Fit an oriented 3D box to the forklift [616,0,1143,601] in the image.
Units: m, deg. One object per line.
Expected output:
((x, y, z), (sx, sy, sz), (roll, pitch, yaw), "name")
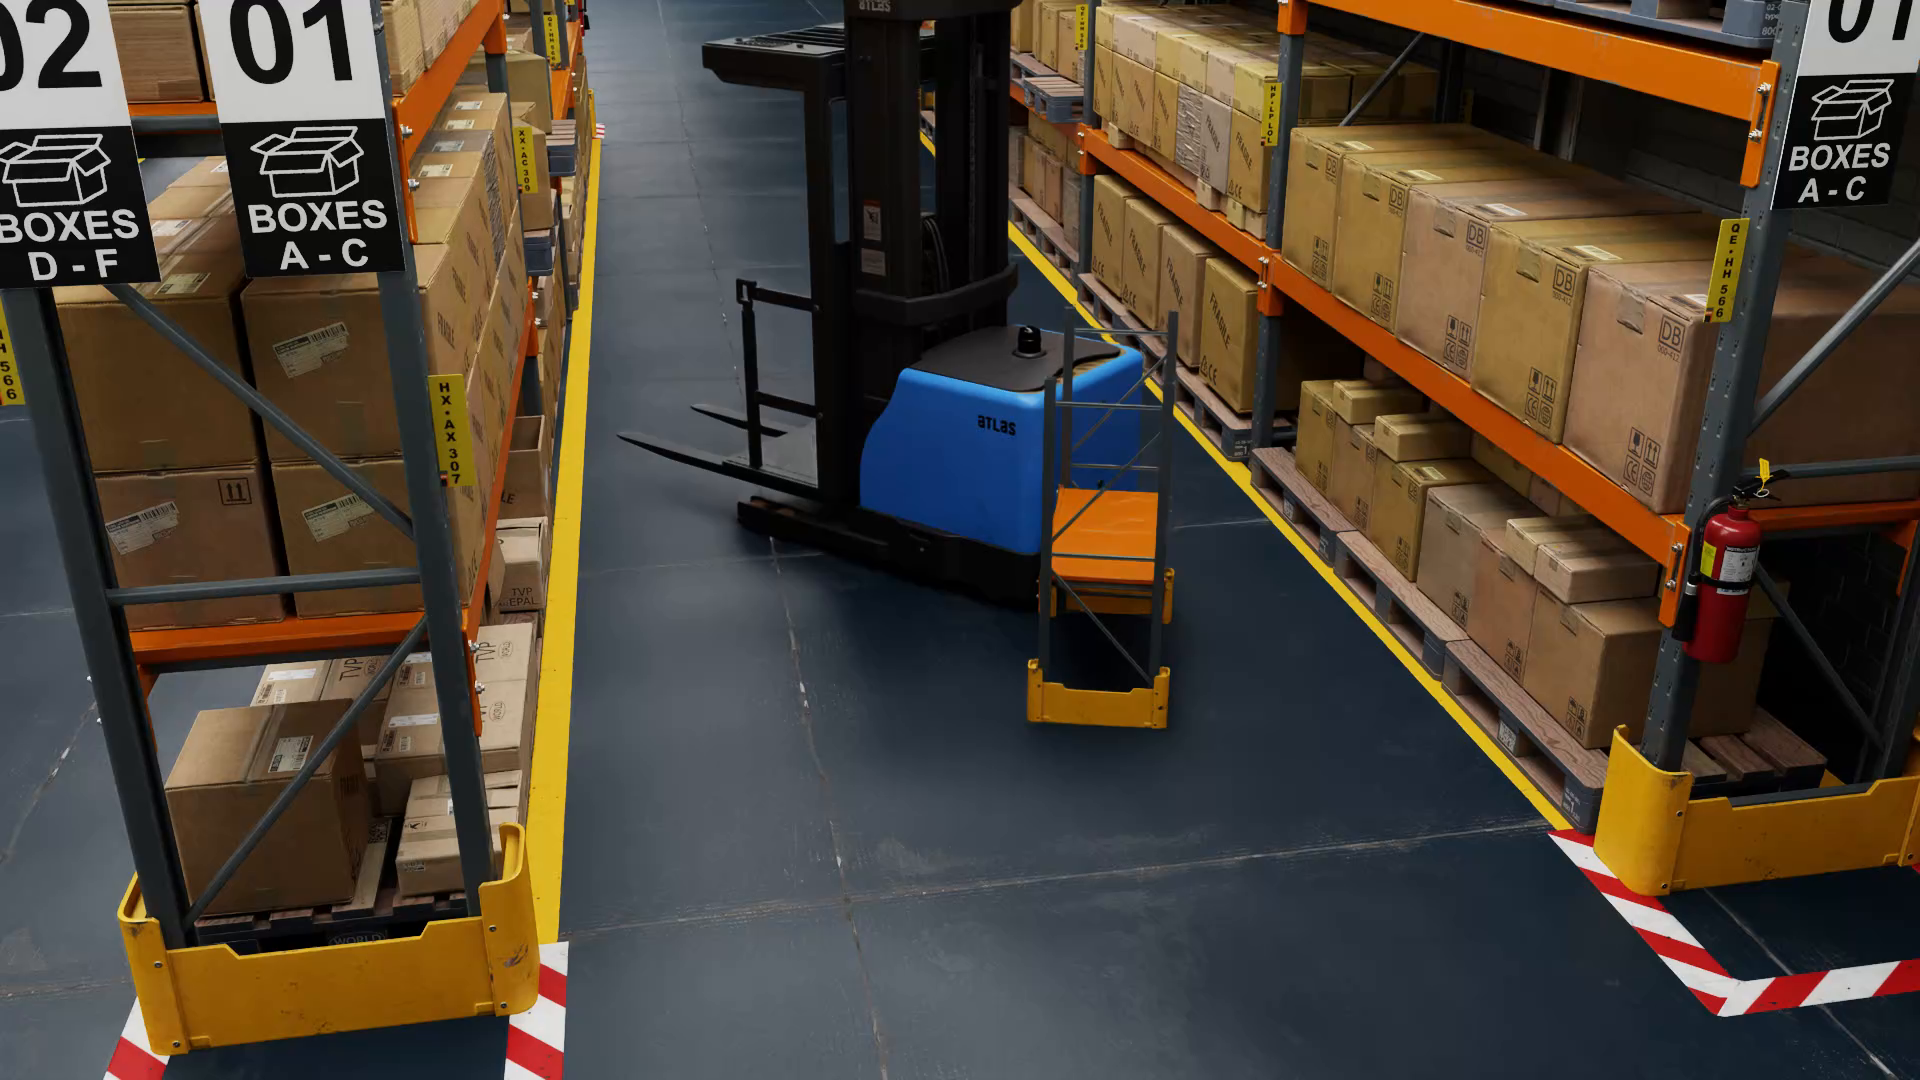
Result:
((-0.566, -1.499, 8.521), (3.031, 2.935, 1.130), (16, 28, 33), "forklift")

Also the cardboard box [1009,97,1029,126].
((0.473, -4.413, 17.681), (0.500, 0.500, 0.500), (-6, 24, -14), "cardboard box")

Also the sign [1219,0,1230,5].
((1.989, -3.952, 12.604), (0.100, 0.325, 0.005), (-4, 24, -10), "sign")

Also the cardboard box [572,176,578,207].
((-3.525, -3.037, 14.165), (0.500, 0.311, 0.500), (-5, 24, -10), "cardboard box")

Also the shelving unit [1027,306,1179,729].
((0.644, -0.125, 7.163), (0.587, 1.500, 1.083), (3, 24, 7), "shelving unit")

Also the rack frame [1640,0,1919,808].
((2.924, -0.232, 5.533), (1.000, 3.000, 0.127), (-4, 24, -10), "rack frame")

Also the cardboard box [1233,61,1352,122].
((1.846, -2.505, 9.280), (0.500, 0.250, 0.500), (-4, 24, -8), "cardboard box")

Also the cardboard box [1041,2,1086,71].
((1.095, -4.299, 14.170), (0.700, 0.500, 0.500), (-4, 24, -10), "cardboard box")

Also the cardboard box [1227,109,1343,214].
((1.851, -2.160, 9.425), (0.500, 0.500, 0.500), (-5, 24, -11), "cardboard box")

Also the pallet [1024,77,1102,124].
((1.208, -3.563, 13.400), (1.213, 0.211, 1.003), (-4, 24, -10), "pallet")

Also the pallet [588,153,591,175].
((-4.498, -4.103, 17.880), (1.003, 0.211, 1.213), (-4, 24, -10), "pallet")

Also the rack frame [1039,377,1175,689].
((0.577, 0.073, 6.710), (0.500, 1.500, 0.032), (3, 24, 7), "rack frame")

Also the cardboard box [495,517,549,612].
((-2.161, 0.091, 7.603), (0.500, 0.311, 0.500), (-4, 24, -10), "cardboard box")

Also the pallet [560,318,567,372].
((-3.322, -1.436, 11.775), (1.003, 0.211, 1.213), (-4, 24, -10), "pallet")

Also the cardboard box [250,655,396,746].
((-2.433, 0.623, 6.462), (0.500, 0.250, 0.500), (-4, 24, -10), "cardboard box")

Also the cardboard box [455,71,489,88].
((-3.215, -2.636, 10.387), (0.700, 0.500, 0.500), (0, 24, 0), "cardboard box")

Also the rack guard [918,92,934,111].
((-0.021, -5.350, 20.375), (1.175, 0.500, 0.348), (-4, 24, -10), "rack guard")

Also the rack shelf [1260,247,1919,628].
((2.554, -0.689, 7.479), (1.077, 0.370, 4.000), (-4, 24, -10), "rack shelf")

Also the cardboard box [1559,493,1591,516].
((2.775, -0.107, 7.036), (0.380, 0.149, 0.250), (-4, 24, -9), "cardboard box")

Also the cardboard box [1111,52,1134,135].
((1.370, -3.153, 11.701), (0.500, 0.500, 0.500), (-4, 24, -8), "cardboard box")

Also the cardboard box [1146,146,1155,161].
((1.506, -2.724, 11.529), (0.380, 0.149, 0.250), (-4, 24, -9), "cardboard box")

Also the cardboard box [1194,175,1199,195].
((1.683, -2.215, 10.362), (0.380, 0.149, 0.250), (-4, 24, -10), "cardboard box")

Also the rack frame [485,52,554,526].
((-2.684, -1.437, 8.293), (1.000, 3.000, 0.127), (-4, 24, -10), "rack frame")

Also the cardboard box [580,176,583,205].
((-3.710, -3.176, 15.184), (0.500, 0.250, 0.500), (-5, 24, -11), "cardboard box")

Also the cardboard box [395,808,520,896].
((-1.684, 1.051, 5.609), (0.380, 0.149, 0.250), (-4, 24, -10), "cardboard box")

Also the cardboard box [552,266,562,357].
((-2.924, -1.513, 11.039), (0.500, 0.500, 0.500), (-5, 24, -12), "cardboard box")

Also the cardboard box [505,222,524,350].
((-2.242, -1.103, 7.402), (0.500, 0.500, 0.500), (-4, 24, -8), "cardboard box")

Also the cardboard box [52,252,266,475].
((-2.297, -0.523, 4.825), (0.500, 0.500, 0.500), (-5, 24, -10), "cardboard box")

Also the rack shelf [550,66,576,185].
((-3.793, -3.468, 13.841), (1.077, 0.370, 4.000), (-4, 24, -10), "rack shelf")

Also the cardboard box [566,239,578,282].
((-3.232, -2.171, 12.883), (0.500, 0.250, 0.500), (-4, 24, -10), "cardboard box")

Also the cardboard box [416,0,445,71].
((-1.869, -1.588, 5.079), (0.500, 0.250, 0.500), (-4, 24, -10), "cardboard box")

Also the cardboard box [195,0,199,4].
((-1.783, -1.620, 4.527), (0.500, 0.250, 0.500), (-4, 24, -10), "cardboard box")

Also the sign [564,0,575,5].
((-3.631, -5.122, 15.383), (0.100, 0.325, 0.005), (-4, 24, -10), "sign")

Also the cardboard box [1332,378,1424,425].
((2.105, -0.700, 8.392), (0.380, 0.149, 0.250), (-4, 24, -8), "cardboard box")

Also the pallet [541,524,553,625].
((-2.558, 0.111, 8.233), (1.003, 0.211, 1.213), (-4, 24, -10), "pallet")

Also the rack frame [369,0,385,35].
((-1.944, -2.613, 3.490), (1.000, 3.000, 0.127), (-4, 24, -10), "rack frame")

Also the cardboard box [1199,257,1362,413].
((1.936, -1.259, 10.045), (0.750, 0.750, 0.750), (-4, 24, -9), "cardboard box")

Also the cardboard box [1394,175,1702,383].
((2.542, -1.155, 7.273), (0.980, 0.700, 0.700), (-5, 24, -12), "cardboard box")

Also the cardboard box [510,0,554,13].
((-4.022, -5.047, 15.623), (0.380, 0.149, 0.250), (-4, 24, -10), "cardboard box")

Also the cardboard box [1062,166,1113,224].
((1.279, -2.925, 14.274), (0.700, 0.500, 0.500), (-4, 24, -10), "cardboard box")

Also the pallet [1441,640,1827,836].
((2.699, 0.737, 6.798), (1.003, 0.211, 1.213), (-4, 24, -10), "pallet")

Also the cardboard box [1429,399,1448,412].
((2.539, -0.609, 8.184), (0.380, 0.149, 0.250), (-5, 24, -11), "cardboard box")

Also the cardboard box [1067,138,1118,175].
((1.216, -3.287, 14.164), (0.500, 0.250, 0.500), (-4, 24, -9), "cardboard box")

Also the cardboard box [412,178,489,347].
((-1.959, -0.964, 5.836), (0.500, 0.500, 0.500), (-4, 24, -9), "cardboard box")

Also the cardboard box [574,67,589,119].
((-4.312, -4.852, 18.086), (0.500, 0.500, 0.500), (-4, 24, -10), "cardboard box")

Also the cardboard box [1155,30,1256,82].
((1.572, -3.108, 10.660), (0.500, 0.250, 0.500), (-5, 24, -11), "cardboard box")

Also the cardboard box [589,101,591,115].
((-4.513, -4.901, 19.134), (0.500, 0.250, 0.500), (-4, 24, -10), "cardboard box")

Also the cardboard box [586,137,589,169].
((-4.038, -3.918, 16.884), (0.500, 0.250, 0.500), (-4, 24, -10), "cardboard box")

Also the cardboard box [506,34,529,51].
((-3.847, -3.922, 13.858), (0.500, 0.500, 0.500), (-4, 24, -10), "cardboard box")

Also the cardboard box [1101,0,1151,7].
((1.277, -4.182, 13.093), (0.380, 0.149, 0.250), (-8, 25, -19), "cardboard box")

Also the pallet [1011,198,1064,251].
((1.079, -2.887, 15.097), (1.003, 0.211, 1.213), (-4, 24, -10), "pallet")

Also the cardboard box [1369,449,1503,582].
((2.404, -0.151, 7.946), (0.700, 0.500, 0.500), (-4, 24, -9), "cardboard box")

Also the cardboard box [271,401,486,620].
((-1.767, -0.104, 5.115), (0.500, 0.500, 0.500), (-4, 24, -9), "cardboard box")
